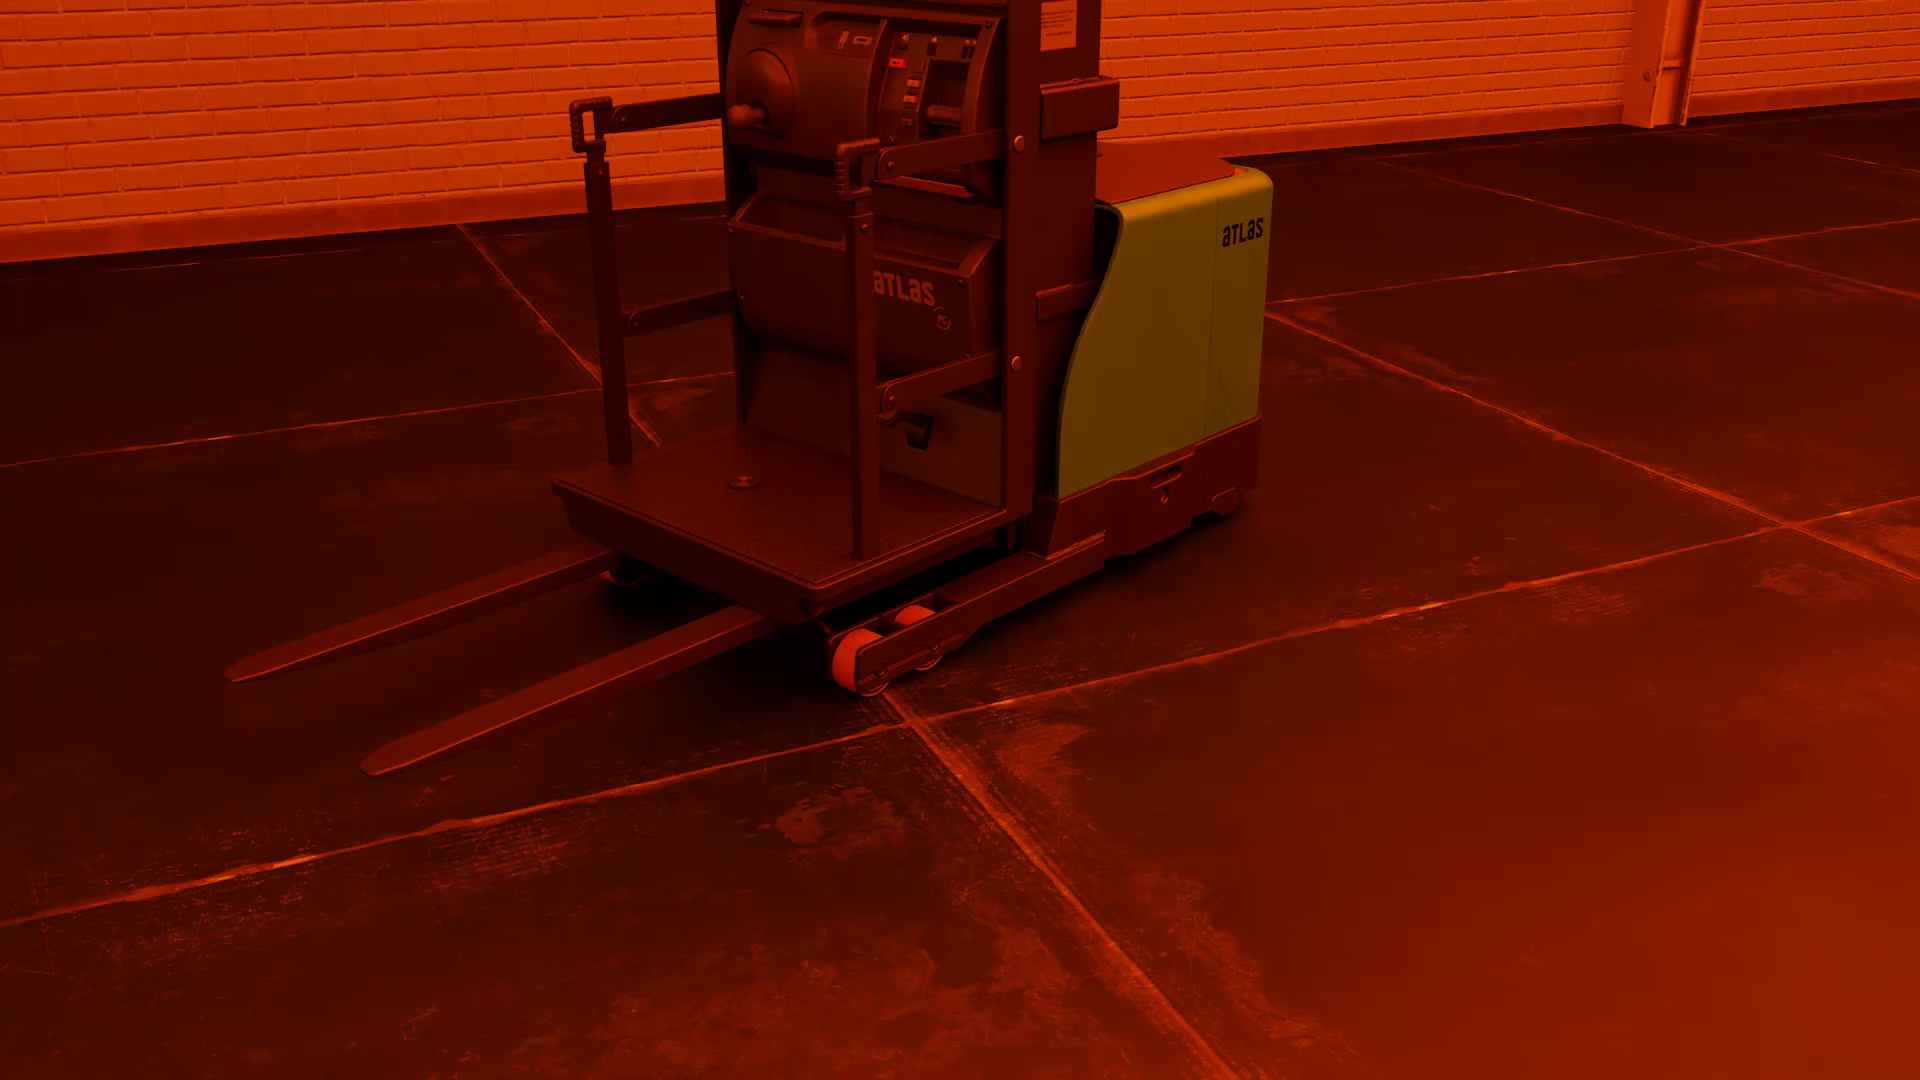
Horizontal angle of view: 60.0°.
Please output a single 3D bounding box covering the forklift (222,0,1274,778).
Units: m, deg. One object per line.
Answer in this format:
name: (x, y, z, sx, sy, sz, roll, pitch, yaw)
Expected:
forklift: (-0.413, -1.182, 4.131, 1.130, 2.935, 3.031, 19, 29, 39)
